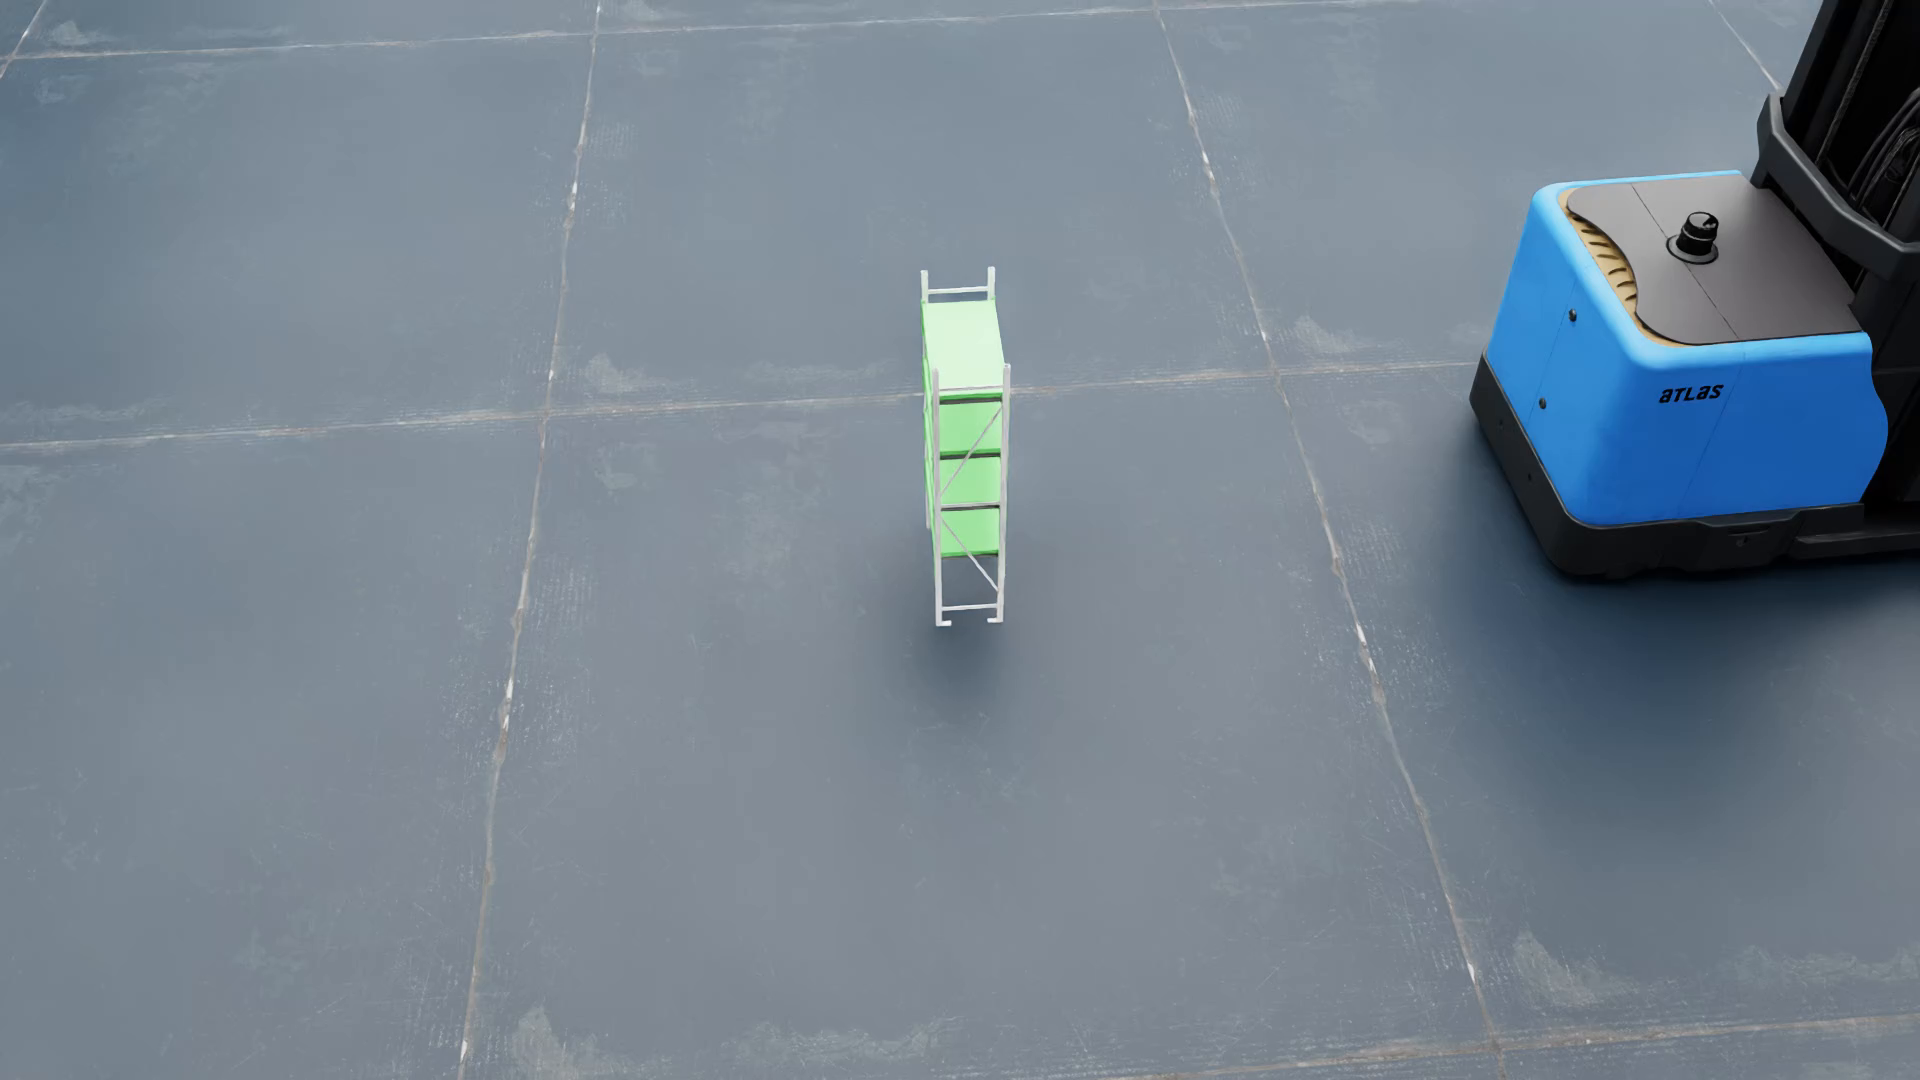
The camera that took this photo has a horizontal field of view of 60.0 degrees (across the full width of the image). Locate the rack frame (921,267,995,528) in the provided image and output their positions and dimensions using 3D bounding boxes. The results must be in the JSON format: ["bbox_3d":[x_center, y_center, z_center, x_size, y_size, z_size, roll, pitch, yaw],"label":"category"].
[{"bbox_3d":[-0.007,-0.469,5.868,0.240,1.200,0.015,-3,47,-3],"label":"rack frame"}]

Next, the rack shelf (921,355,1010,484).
[{"bbox_3d":[0.014,-0.414,5.573,0.258,0.148,0.480,-3,47,-3],"label":"rack shelf"}]

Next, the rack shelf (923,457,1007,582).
[{"bbox_3d":[0.014,-0.084,5.922,0.258,0.148,0.480,-3,47,-3],"label":"rack shelf"}]

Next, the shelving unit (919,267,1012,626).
[{"bbox_3d":[0.014,-0.293,5.701,0.258,1.200,0.503,-3,47,-3],"label":"shelving unit"}]

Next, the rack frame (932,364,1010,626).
[{"bbox_3d":[0.034,-0.116,5.534,0.240,1.200,0.015,-3,47,-3],"label":"rack frame"}]

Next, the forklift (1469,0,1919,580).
[{"bbox_3d":[3.602,-1.340,5.500,3.031,2.935,1.130,-5,47,-5],"label":"forklift"}]

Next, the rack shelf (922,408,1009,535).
[{"bbox_3d":[0.014,-0.249,5.747,0.258,0.148,0.480,-3,47,-3],"label":"rack shelf"}]

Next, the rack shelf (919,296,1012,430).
[{"bbox_3d":[0.014,-0.579,5.399,0.258,0.148,0.480,-3,47,-3],"label":"rack shelf"}]
